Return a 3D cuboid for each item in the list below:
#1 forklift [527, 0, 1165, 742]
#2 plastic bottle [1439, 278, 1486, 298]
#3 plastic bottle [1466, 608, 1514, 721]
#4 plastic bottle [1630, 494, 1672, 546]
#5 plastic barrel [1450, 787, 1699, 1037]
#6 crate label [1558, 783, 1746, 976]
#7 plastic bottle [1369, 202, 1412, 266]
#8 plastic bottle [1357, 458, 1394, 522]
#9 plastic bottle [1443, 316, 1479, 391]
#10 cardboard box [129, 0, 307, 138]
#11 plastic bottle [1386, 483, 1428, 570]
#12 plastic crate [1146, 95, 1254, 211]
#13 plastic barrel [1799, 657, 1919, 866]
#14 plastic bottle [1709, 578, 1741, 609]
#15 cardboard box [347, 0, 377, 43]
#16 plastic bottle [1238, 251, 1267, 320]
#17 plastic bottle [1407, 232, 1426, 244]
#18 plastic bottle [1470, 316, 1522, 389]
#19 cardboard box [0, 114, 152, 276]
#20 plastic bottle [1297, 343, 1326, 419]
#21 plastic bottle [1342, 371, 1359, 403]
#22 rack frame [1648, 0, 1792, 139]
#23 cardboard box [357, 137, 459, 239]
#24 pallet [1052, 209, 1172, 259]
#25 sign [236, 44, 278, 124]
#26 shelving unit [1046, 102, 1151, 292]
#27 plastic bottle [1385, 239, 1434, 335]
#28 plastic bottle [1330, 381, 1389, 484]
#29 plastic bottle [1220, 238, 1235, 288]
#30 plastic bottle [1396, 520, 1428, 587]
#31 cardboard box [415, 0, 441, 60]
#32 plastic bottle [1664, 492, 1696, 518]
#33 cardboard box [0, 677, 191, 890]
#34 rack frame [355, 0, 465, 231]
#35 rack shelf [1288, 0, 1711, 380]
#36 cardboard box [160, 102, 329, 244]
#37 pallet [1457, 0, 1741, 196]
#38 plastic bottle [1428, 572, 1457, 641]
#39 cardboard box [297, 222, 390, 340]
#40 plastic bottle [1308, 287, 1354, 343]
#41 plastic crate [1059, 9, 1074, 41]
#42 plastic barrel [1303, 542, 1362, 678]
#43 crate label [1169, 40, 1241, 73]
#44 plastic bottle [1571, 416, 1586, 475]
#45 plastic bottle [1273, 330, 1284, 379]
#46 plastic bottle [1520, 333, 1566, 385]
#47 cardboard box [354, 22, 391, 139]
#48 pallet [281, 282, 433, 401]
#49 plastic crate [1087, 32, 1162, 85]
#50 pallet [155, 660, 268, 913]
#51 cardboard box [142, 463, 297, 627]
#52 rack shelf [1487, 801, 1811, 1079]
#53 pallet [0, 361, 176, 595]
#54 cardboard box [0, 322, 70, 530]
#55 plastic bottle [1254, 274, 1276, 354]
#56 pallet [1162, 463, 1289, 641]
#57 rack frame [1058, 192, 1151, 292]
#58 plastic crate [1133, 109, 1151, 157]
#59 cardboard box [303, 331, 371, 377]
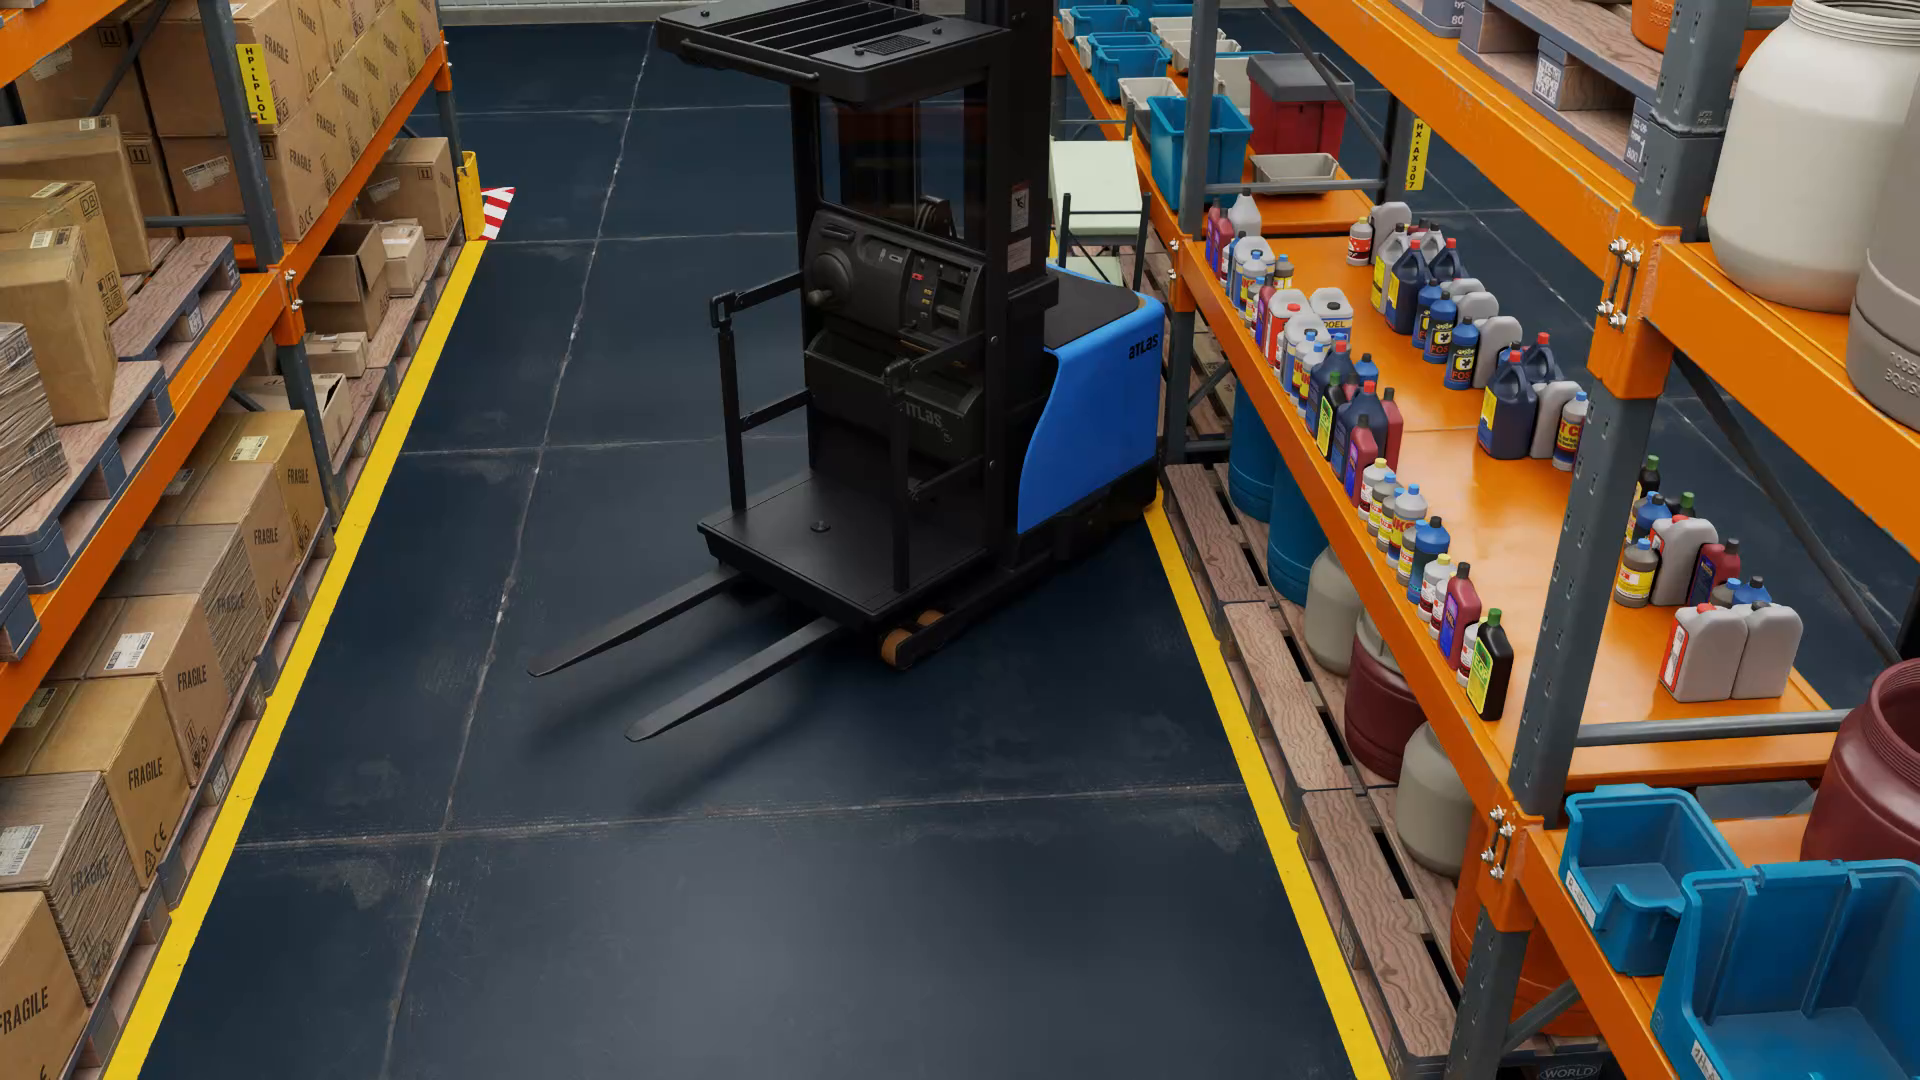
[{"bbox_3d":[-0.423,-1.019,6.598,1.130,2.935,3.031,25,39,35],"label":"forklift"},{"bbox_3d":[1.933,-0.897,6.448,0.152,0.276,0.135,-3,31,-5],"label":"plastic bottle"},{"bbox_3d":[1.405,0.326,4.393,0.061,0.283,0.133,-3,31,-5],"label":"plastic bottle"},{"bbox_3d":[2.061,-0.013,4.972,0.097,0.271,0.097,0,31,0],"label":"plastic bottle"},{"bbox_3d":[1.805,0.965,4.917,0.600,0.830,0.708,-3,31,-5],"label":"plastic barrel"},{"bbox_3d":[1.533,0.767,3.704,0.303,0.233,0.416,-3,31,-5],"label":"crate label"},{"bbox_3d":[1.852,-1.341,7.191,0.152,0.276,0.135,-3,31,-5],"label":"plastic bottle"},{"bbox_3d":[1.327,-0.164,5.293,0.097,0.201,0.097,0,31,0],"label":"plastic bottle"},{"bbox_3d":[1.845,-0.693,6.110,0.097,0.271,0.097,0,31,0],"label":"plastic bottle"},{"bbox_3d":[-3.202,-2.071,7.219,0.500,0.500,0.500,-2,31,-3],"label":"cardboard box"},{"bbox_3d":[1.354,-0.045,5.026,0.097,0.271,0.097,0,31,0],"label":"plastic bottle"},{"bbox_3d":[1.110,-1.821,7.831,0.392,0.384,0.575,-3,31,-5],"label":"plastic crate"},{"bbox_3d":[2.212,0.626,3.644,0.600,0.536,0.708,-3,31,-5],"label":"plastic barrel"},{"bbox_3d":[2.156,0.201,4.682,0.097,0.201,0.097,0,31,0],"label":"plastic bottle"},{"bbox_3d":[-3.348,-2.860,8.541,0.500,0.500,0.500,-2,31,-3],"label":"cardboard box"},{"bbox_3d":[1.175,-1.023,6.663,0.097,0.271,0.097,0,31,0],"label":"plastic bottle"},{"bbox_3d":[1.886,-1.155,6.879,0.152,0.276,0.135,-3,31,-5],"label":"plastic bottle"},{"bbox_3d":[1.968,-0.710,6.134,0.152,0.276,0.135,-3,31,-5],"label":"plastic bottle"},{"bbox_3d":[-3.617,-1.315,6.520,0.700,0.500,0.500,-13,33,-21],"label":"cardboard box"},{"bbox_3d":[1.258,-0.569,5.903,0.097,0.271,0.097,0,31,0],"label":"plastic bottle"},{"bbox_3d":[1.329,-0.423,5.646,0.061,0.283,0.133,-3,31,-5],"label":"plastic bottle"},{"bbox_3d":[1.867,-2.113,2.513,1.000,3.000,0.127,-3,31,-5],"label":"rack frame"},{"bbox_3d":[-3.516,-2.237,10.578,0.500,0.500,0.500,-3,31,-5],"label":"cardboard box"},{"bbox_3d":[1.158,-2.002,10.896,1.003,0.211,1.213,-3,31,-5],"label":"pallet"},{"bbox_3d":[-2.886,-1.870,6.827,0.100,0.325,0.005,-3,31,-5],"label":"sign"},{"bbox_3d":[0.649,-1.344,8.380,0.431,1.500,0.755,-1,48,-2],"label":"shelving unit"},{"bbox_3d":[1.779,-1.004,6.554,0.144,0.351,0.185,-3,31,-5],"label":"plastic bottle"},{"bbox_3d":[1.325,-0.370,5.492,0.144,0.351,0.185,-3,31,-5],"label":"plastic bottle"},{"bbox_3d":[1.144,-1.161,6.962,0.097,0.201,0.097,0,31,0],"label":"plastic bottle"},{"bbox_3d":[1.363,0.035,4.961,0.097,0.201,0.097,0,31,0],"label":"plastic bottle"},{"bbox_3d":[-3.499,-3.214,10.108,0.500,0.500,0.500,-2,31,-3],"label":"cardboard box"},{"bbox_3d":[2.138,-0.031,4.991,0.061,0.283,0.133,-3,31,-5],"label":"plastic bottle"},{"bbox_3d":[-2.919,0.812,5.473,0.500,0.500,0.500,-3,31,-5],"label":"cardboard box"},{"bbox_3d":[-3.812,-3.387,10.495,1.000,3.000,0.127,-3,31,-5],"label":"rack frame"},{"bbox_3d":[1.680,-1.538,5.176,1.077,0.370,4.000,-3,31,-5],"label":"rack shelf"},{"bbox_3d":[-3.215,-1.661,7.508,0.500,0.500,0.500,-2,31,-3],"label":"cardboard box"},{"bbox_3d":[1.893,-1.140,3.992,1.003,0.211,1.213,-3,31,-5],"label":"pallet"},{"bbox_3d":[1.391,0.184,4.711,0.097,0.201,0.097,0,31,0],"label":"plastic bottle"},{"bbox_3d":[-3.619,-1.421,9.209,0.797,0.503,0.637,-3,31,-5],"label":"cardboard box"},{"bbox_3d":[1.395,-0.807,6.297,0.152,0.276,0.135,-3,31,-5],"label":"plastic bottle"},{"bbox_3d":[0.763,-3.225,10.423,0.250,0.136,0.298,-3,31,-5],"label":"plastic crate"},{"bbox_3d":[1.557,0.240,6.439,0.421,0.512,0.421,0,31,0],"label":"plastic barrel"},{"bbox_3d":[1.439,-2.837,9.774,0.396,0.136,0.243,-3,31,-5],"label":"crate label"},{"bbox_3d":[2.086,-0.316,5.468,0.061,0.283,0.133,-3,31,-5],"label":"plastic bottle"},{"bbox_3d":[1.228,-0.707,6.202,0.097,0.201,0.097,0,31,0],"label":"plastic bottle"},{"bbox_3d":[2.008,-0.543,5.782,0.144,0.351,0.185,-3,31,-5],"label":"plastic bottle"},{"bbox_3d":[-3.359,-2.437,8.808,0.500,0.500,0.500,-3,31,-5],"label":"cardboard box"},{"bbox_3d":[-3.619,-1.122,9.423,1.003,0.211,1.213,-3,31,-5],"label":"pallet"},{"bbox_3d":[0.938,-2.762,9.554,0.416,0.233,0.300,-3,31,-5],"label":"plastic crate"},{"bbox_3d":[-3.208,0.890,6.054,1.003,0.211,1.213,-3,31,-5],"label":"pallet"},{"bbox_3d":[-3.069,0.031,6.782,0.500,0.500,0.500,-3,31,-4],"label":"cardboard box"},{"bbox_3d":[2.054,1.792,2.526,1.077,0.370,4.000,-3,31,-5],"label":"rack shelf"},{"bbox_3d":[-3.251,-0.213,5.368,1.003,0.211,1.213,-3,31,-5],"label":"pallet"},{"bbox_3d":[-3.131,-0.318,4.850,0.700,0.500,0.500,3,31,5],"label":"cardboard box"},{"bbox_3d":[1.186,-0.869,6.393,0.061,0.283,0.133,-3,31,-5],"label":"plastic bottle"},{"bbox_3d":[1.524,0.013,7.522,1.003,0.211,1.213,-3,31,-5],"label":"pallet"},{"bbox_3d":[0.661,-1.074,8.134,0.400,1.500,0.023,-1,48,-2],"label":"rack frame"},{"bbox_3d":[1.121,-2.046,8.461,0.437,0.125,0.590,-3,31,-5],"label":"plastic crate"},{"bbox_3d":[-3.353,-0.983,8.804,0.380,0.166,0.250,-3,31,-5],"label":"cardboard box"}]
